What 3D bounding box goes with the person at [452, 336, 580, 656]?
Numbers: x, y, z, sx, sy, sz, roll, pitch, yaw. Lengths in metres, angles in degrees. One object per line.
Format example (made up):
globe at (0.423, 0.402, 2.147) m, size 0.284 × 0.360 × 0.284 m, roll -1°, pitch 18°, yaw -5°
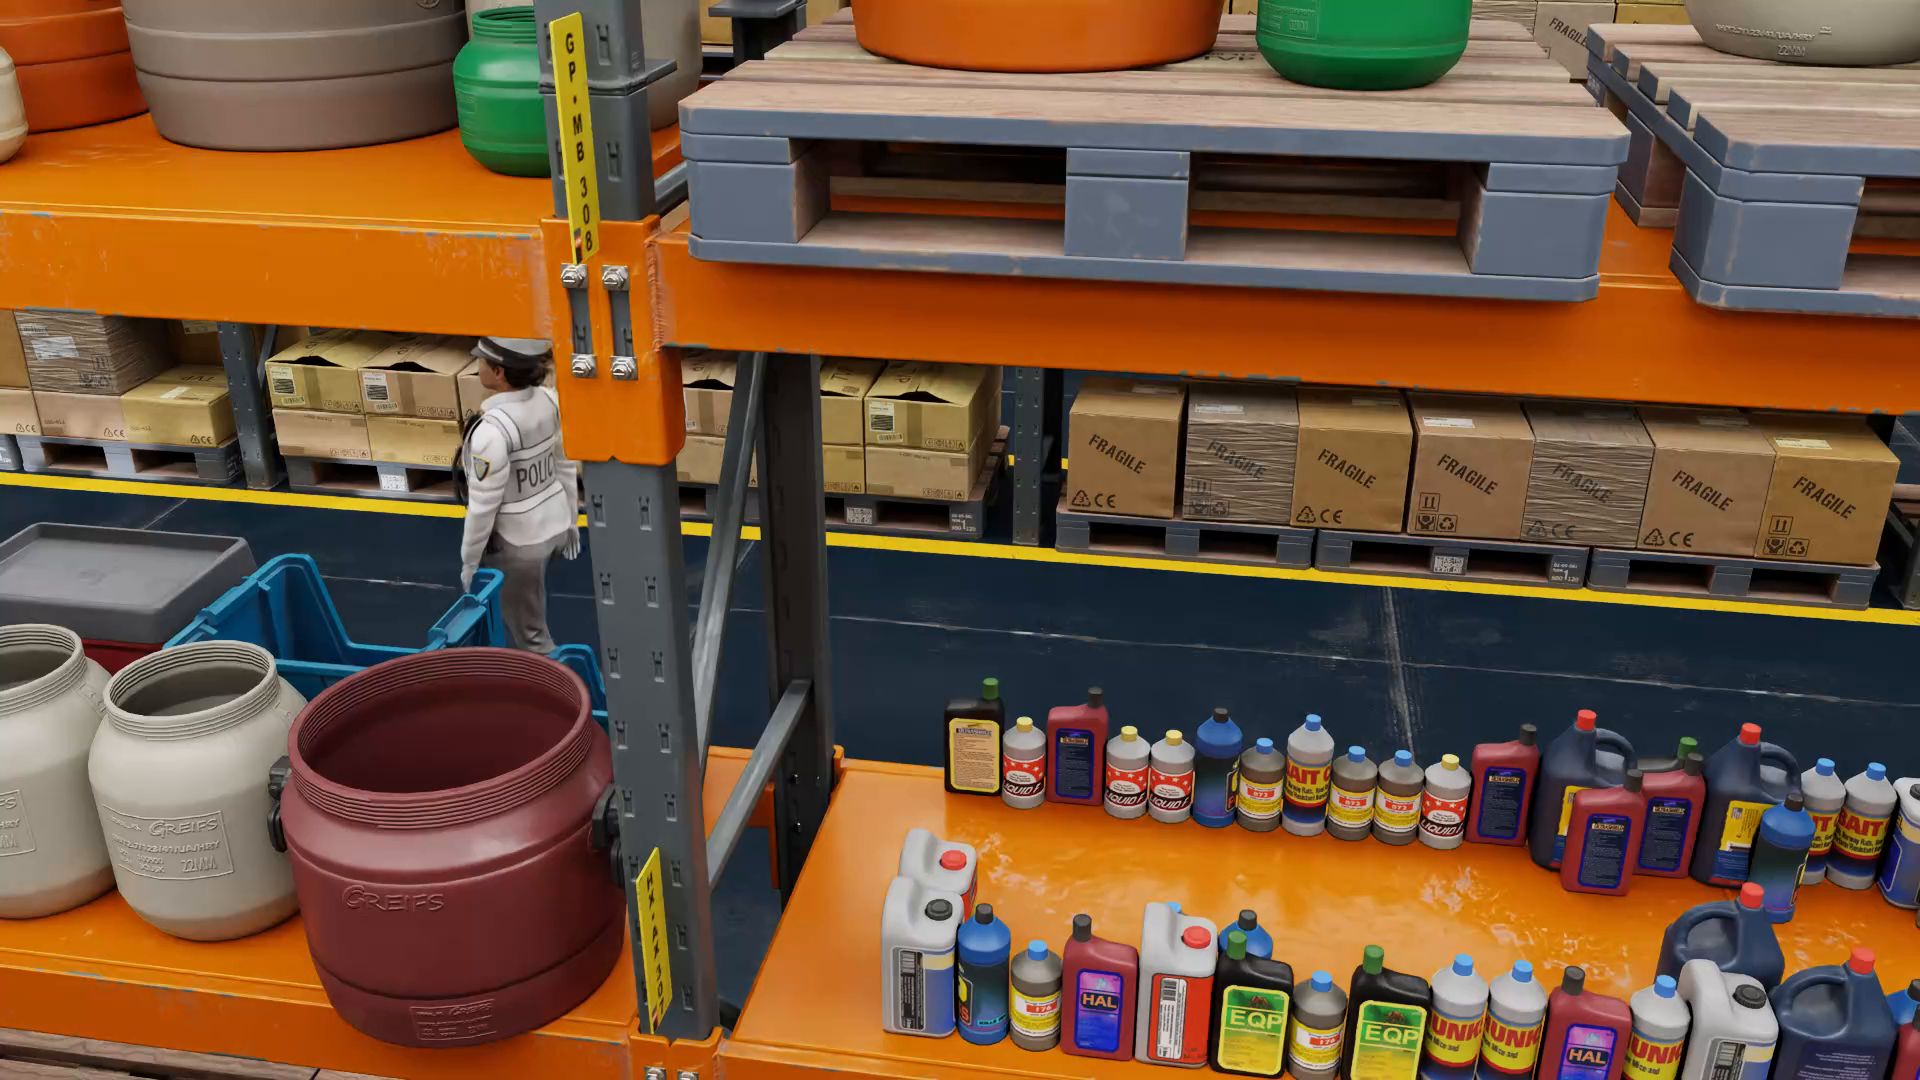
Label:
person at (-1.615, 0.017, 6.020) m, size 0.447 × 1.726 × 0.515 m, roll 8°, pitch 26°, yaw 17°
